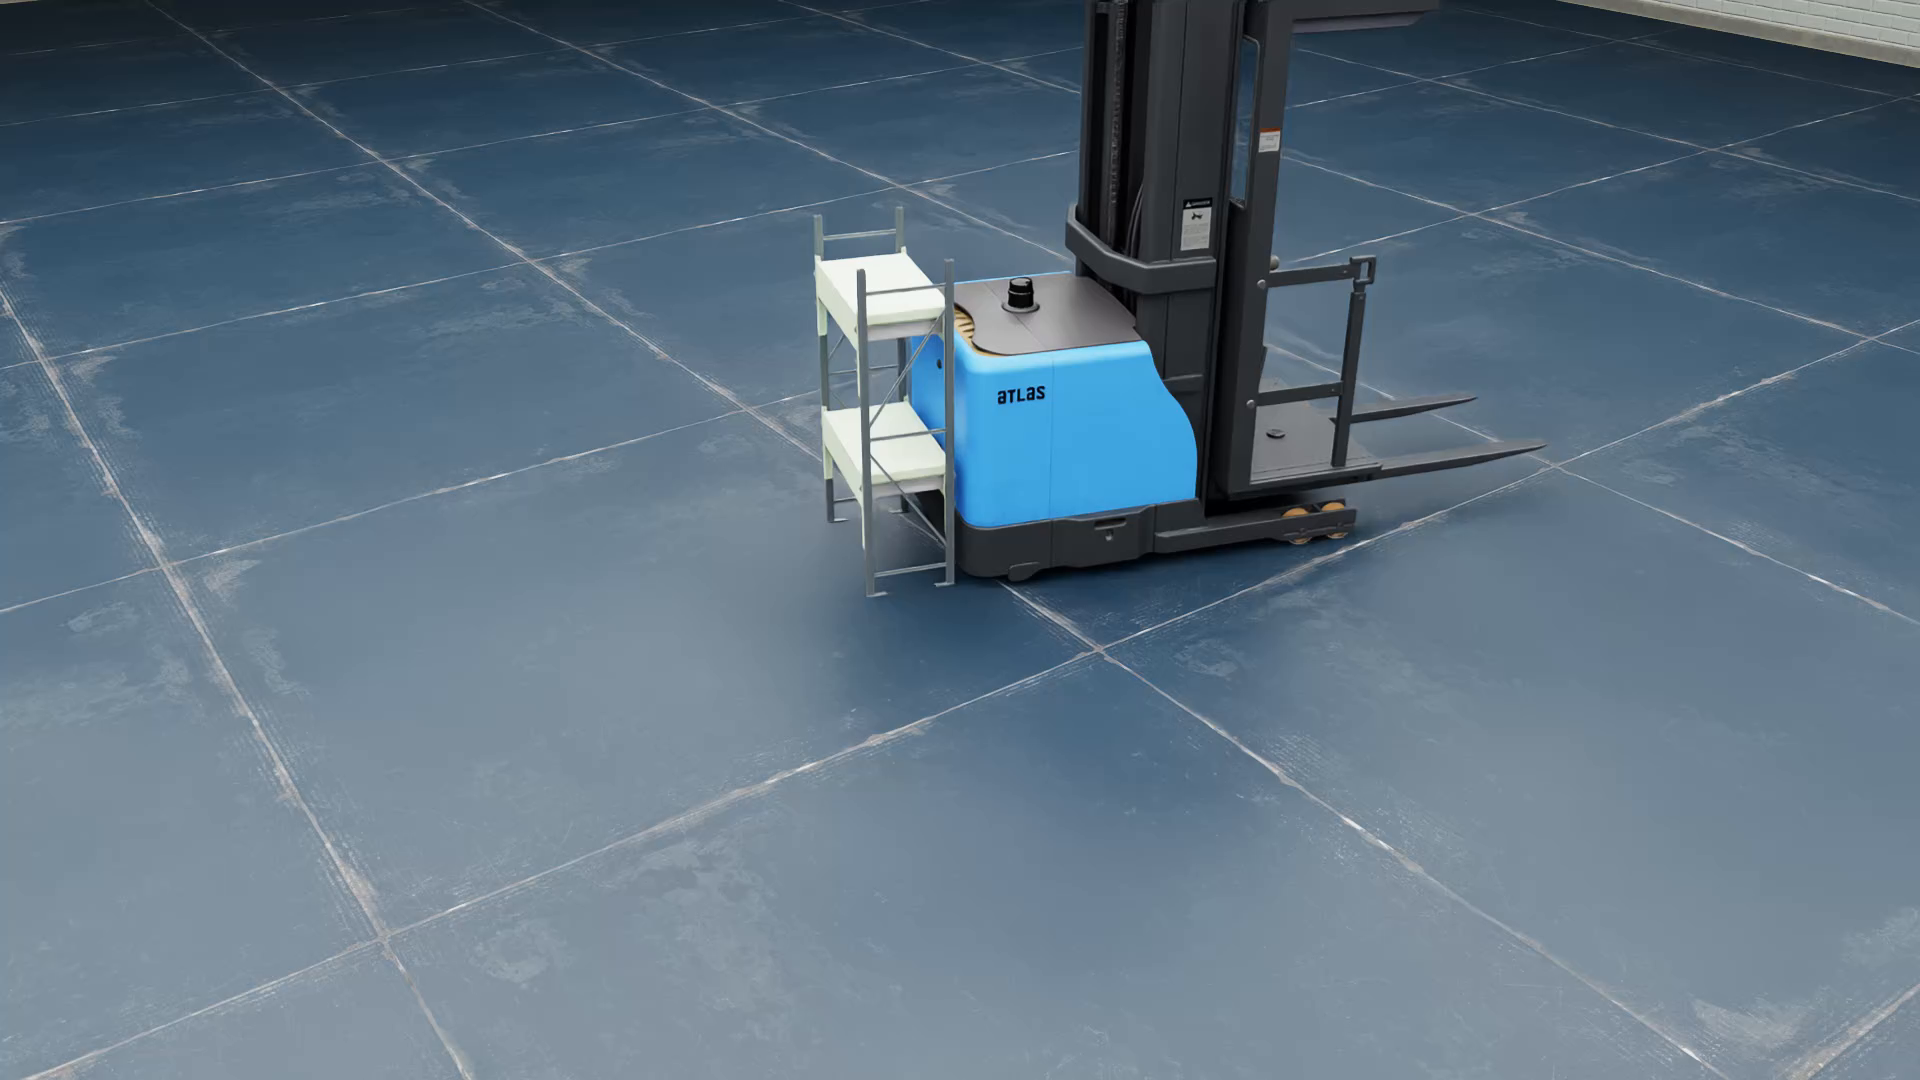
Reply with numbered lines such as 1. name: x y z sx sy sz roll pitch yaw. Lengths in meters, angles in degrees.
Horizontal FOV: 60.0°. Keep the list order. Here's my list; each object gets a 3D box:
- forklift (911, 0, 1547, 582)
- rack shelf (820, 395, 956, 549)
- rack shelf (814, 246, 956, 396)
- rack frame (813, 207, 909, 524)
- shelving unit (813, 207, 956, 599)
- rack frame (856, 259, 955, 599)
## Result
1. forklift: 1.334 -1.499 7.439 3.031 2.935 1.130 -8 30 -15
2. rack shelf: -0.329 -0.317 7.445 0.431 0.370 0.720 -9 30 -15
3. rack shelf: -0.329 -0.946 7.103 0.431 0.370 0.720 -9 30 -15
4. rack frame: -0.440 -0.770 7.595 0.400 1.500 0.023 -9 30 -15
5. shelving unit: -0.329 -0.603 7.289 0.431 1.500 0.755 -9 30 -15
6. rack frame: -0.218 -0.437 6.983 0.400 1.500 0.023 -9 30 -15
